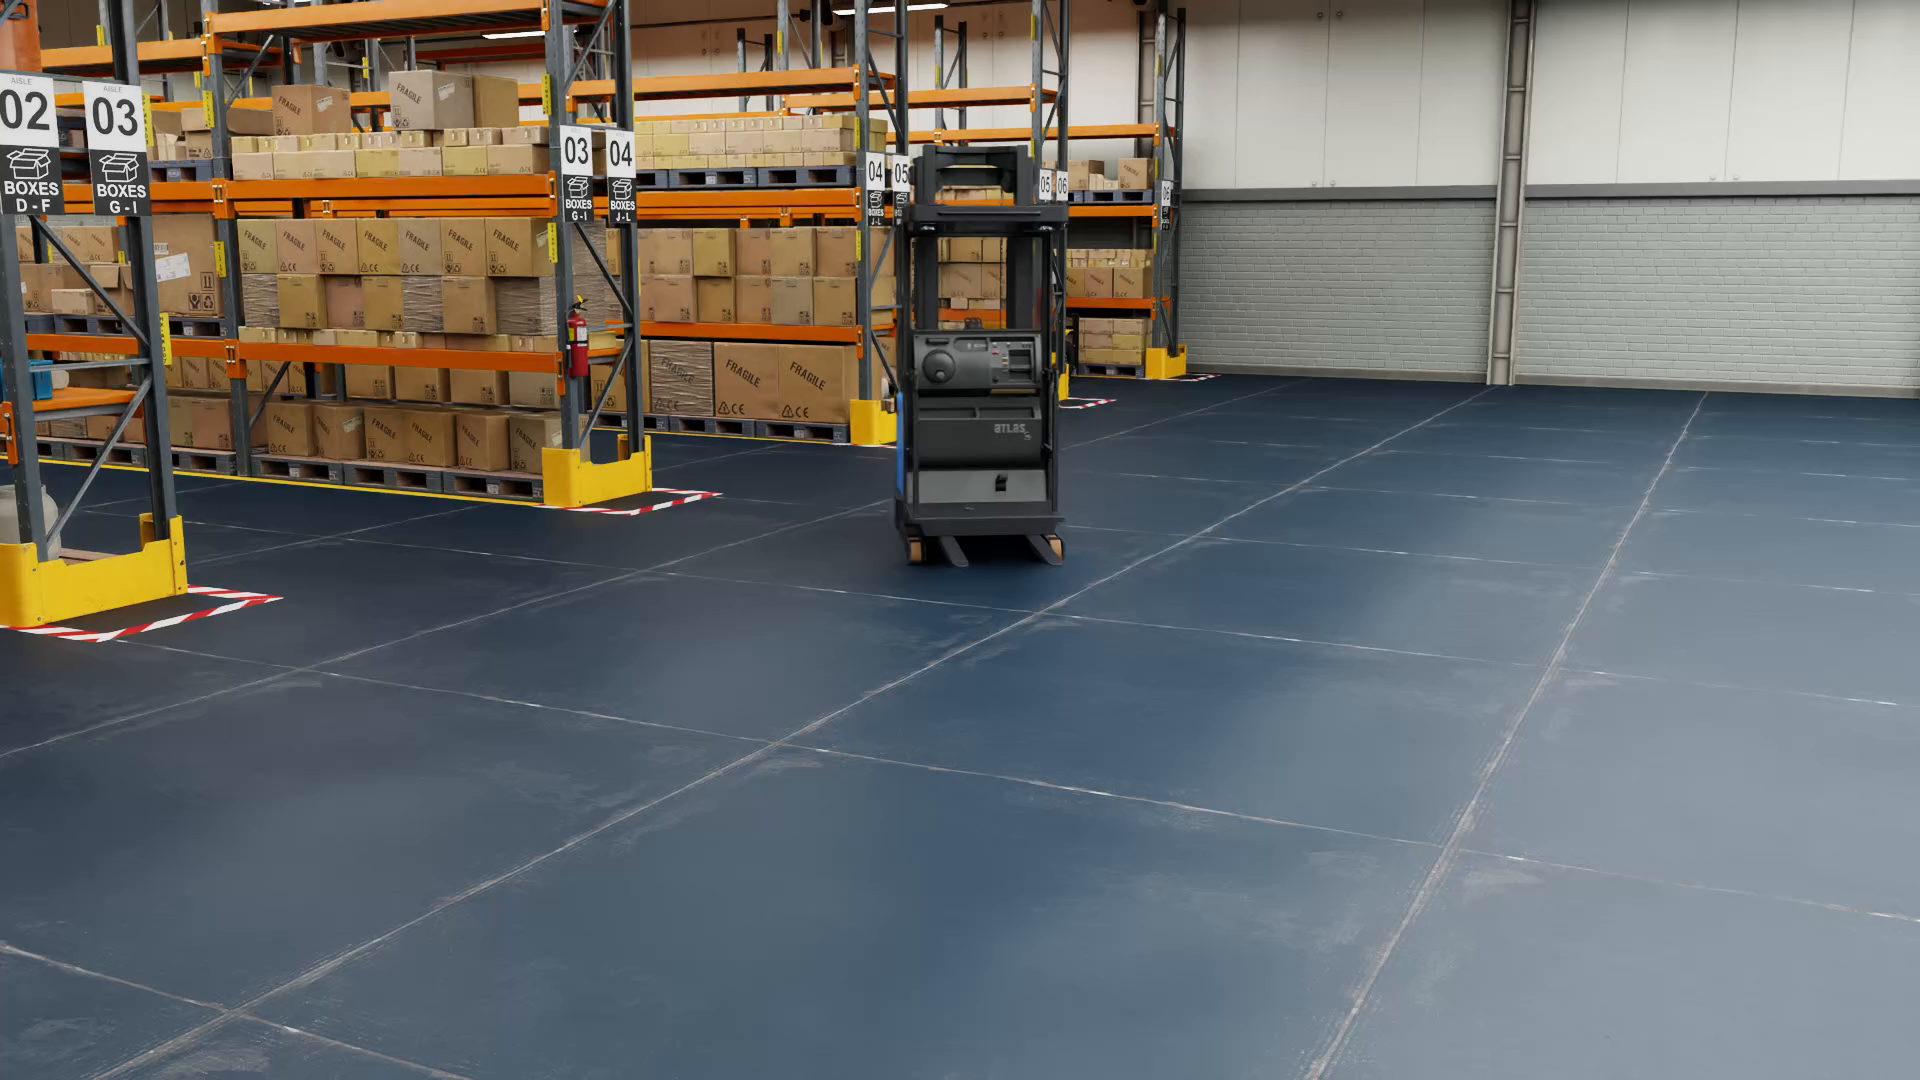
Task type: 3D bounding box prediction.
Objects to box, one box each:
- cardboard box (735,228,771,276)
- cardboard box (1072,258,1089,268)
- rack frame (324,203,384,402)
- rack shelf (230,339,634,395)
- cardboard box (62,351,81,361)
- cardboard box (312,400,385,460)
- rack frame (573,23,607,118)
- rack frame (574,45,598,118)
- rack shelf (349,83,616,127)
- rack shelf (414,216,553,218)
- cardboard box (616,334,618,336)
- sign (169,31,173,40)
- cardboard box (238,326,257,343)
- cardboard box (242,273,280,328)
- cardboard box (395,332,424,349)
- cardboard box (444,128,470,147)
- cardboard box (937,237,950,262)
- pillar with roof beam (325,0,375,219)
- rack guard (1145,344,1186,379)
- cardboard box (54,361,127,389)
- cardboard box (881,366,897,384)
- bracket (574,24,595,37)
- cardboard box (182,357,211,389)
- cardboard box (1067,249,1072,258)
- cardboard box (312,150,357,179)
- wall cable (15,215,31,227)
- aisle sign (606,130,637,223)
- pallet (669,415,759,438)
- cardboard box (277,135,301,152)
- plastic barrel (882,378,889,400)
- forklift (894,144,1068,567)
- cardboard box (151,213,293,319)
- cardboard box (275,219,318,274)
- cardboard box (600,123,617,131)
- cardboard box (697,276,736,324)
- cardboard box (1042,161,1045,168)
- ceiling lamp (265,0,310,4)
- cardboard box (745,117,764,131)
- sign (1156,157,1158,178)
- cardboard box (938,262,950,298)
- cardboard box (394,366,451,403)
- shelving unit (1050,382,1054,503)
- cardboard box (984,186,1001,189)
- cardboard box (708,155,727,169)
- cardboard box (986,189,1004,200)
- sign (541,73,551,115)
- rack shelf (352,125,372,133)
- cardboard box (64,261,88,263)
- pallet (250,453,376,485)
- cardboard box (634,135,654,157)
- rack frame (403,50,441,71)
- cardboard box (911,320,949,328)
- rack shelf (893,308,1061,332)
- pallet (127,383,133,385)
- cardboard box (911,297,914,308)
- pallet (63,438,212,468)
[{"bbox_3d":[-2.152,-3.370,19.473,0.550,0.550,0.875,5,11,26],"label":"cardboard box"},{"bbox_3d":[2.071,-4.658,27.941,0.250,0.149,0.380,5,11,24],"label":"cardboard box"},{"bbox_3d":[-8.035,-3.265,22.348,0.127,3.000,1.000,5,11,26],"label":"rack frame"},{"bbox_3d":[-4.939,-1.654,15.467,4.000,0.370,1.077,5,11,26],"label":"rack shelf"},{"bbox_3d":[-13.011,-2.735,24.575,0.250,0.149,0.380,4,11,23],"label":"cardboard box"},{"bbox_3d":[-5.875,-1.060,16.007,0.500,0.500,0.500,10,14,44],"label":"cardboard box"},{"bbox_3d":[-5.935,-7.016,26.226,0.127,3.000,1.000,5,11,26],"label":"rack frame"},{"bbox_3d":[-7.330,-8.124,32.349,0.127,3.000,1.000,5,11,26],"label":"rack frame"},{"bbox_3d":[-6.241,-5.509,21.043,4.000,0.370,1.077,5,11,26],"label":"rack shelf"},{"bbox_3d":[-9.123,-6.451,33.551,4.000,0.370,1.077,5,11,26],"label":"rack shelf"},{"bbox_3d":[-6.513,-4.034,32.437,0.500,0.500,0.500,5,11,25],"label":"cardboard box"},{"bbox_3d":[-11.382,-7.159,23.950,0.005,0.325,0.100,5,11,26],"label":"sign"},{"bbox_3d":[-6.673,-1.977,15.937,0.250,0.149,0.380,5,11,26],"label":"cardboard box"},{"bbox_3d":[-6.357,-2.316,15.988,0.500,0.500,0.875,5,11,26],"label":"cardboard box"},{"bbox_3d":[-4.885,-1.818,15.057,0.250,0.149,0.380,5,11,26],"label":"cardboard box"},{"bbox_3d":[-4.244,-3.480,14.416,0.250,0.149,0.380,5,11,26],"label":"cardboard box"},{"bbox_3d":[-0.269,-4.191,23.541,0.500,0.500,0.700,5,11,25],"label":"cardboard box"},{"bbox_3d":[-14.841,-8.108,32.261,0.548,9.000,9.100,5,11,26],"label":"pillar with roof beam"},{"bbox_3d":[3.453,-2.994,27.871,0.348,0.500,1.175,5,11,26],"label":"rack guard"},{"bbox_3d":[-9.226,-1.748,17.645,0.500,0.250,0.500,7,12,32],"label":"cardboard box"},{"bbox_3d":[-0.978,-2.431,24.280,0.500,0.250,0.500,5,11,25],"label":"cardboard box"},{"bbox_3d":[-7.340,-10.005,32.633,0.430,0.232,0.235,5,11,26],"label":"bracket"},{"bbox_3d":[-10.602,-2.415,23.490,0.500,0.500,0.500,6,12,28],"label":"cardboard box"},{"bbox_3d":[1.829,-4.820,28.003,0.250,0.149,0.380,5,12,27],"label":"cardboard box"},{"bbox_3d":[-5.525,-3.410,15.146,0.500,0.250,0.500,5,11,24],"label":"cardboard box"},{"bbox_3d":[-18.177,-5.650,32.585,0.123,1.953,0.585,5,11,26],"label":"wall cable"},{"bbox_3d":[-2.958,-3.173,14.538,0.004,0.787,0.394,5,11,26],"label":"aisle sign"},{"bbox_3d":[-2.702,-1.409,19.925,1.213,0.211,1.003,5,11,26],"label":"pallet"},{"bbox_3d":[-6.074,-3.654,15.378,0.250,0.149,0.380,5,11,26],"label":"cardboard box"},{"bbox_3d":[-1.283,-2.086,23.070,0.512,0.421,0.421,-4,11,-23],"label":"plastic barrel"},{"bbox_3d":[0.152,-1.330,11.848,1.130,2.935,3.031,-1,10,-6],"label":"forklift"},{"bbox_3d":[-7.384,-2.752,16.652,1.000,1.000,1.000,5,11,26],"label":"cardboard box"},{"bbox_3d":[-5.993,-2.738,15.513,0.500,0.500,0.500,5,11,26],"label":"cardboard box"},{"bbox_3d":[-4.042,-4.848,19.676,0.250,0.149,0.380,5,11,25],"label":"cardboard box"},{"bbox_3d":[-2.657,-2.870,19.742,0.500,0.550,0.875,5,11,26],"label":"cardboard box"},{"bbox_3d":[1.011,-5.239,23.296,0.250,0.149,0.380,5,11,25],"label":"cardboard box"},{"bbox_3d":[-9.740,-9.789,25.157,2.000,3.185,0.800,5,11,26],"label":"ceiling lamp"},{"bbox_3d":[-2.222,-4.688,18.793,0.250,0.149,0.380,5,11,26],"label":"cardboard box"},{"bbox_3d":[3.179,-6.013,26.847,0.005,0.325,0.100,5,11,26],"label":"sign"},{"bbox_3d":[-0.264,-3.708,23.678,0.500,0.500,0.500,5,11,26],"label":"cardboard box"},{"bbox_3d":[-6.743,-2.234,21.789,0.750,0.750,1.050,5,11,27],"label":"cardboard box"},{"bbox_3d":[0.489,-0.776,13.648,0.503,1.200,0.258,4,11,19],"label":"shelving unit"},{"bbox_3d":[0.661,-4.979,22.982,0.500,0.250,0.500,5,11,25],"label":"cardboard box"},{"bbox_3d":[-2.676,-4.335,19.084,0.250,0.149,0.380,5,11,27],"label":"cardboard box"},{"bbox_3d":[0.558,-4.783,23.020,0.250,0.149,0.380,5,11,26],"label":"cardboard box"},{"bbox_3d":[-3.409,-3.675,13.705,0.005,0.325,0.100,5,11,26],"label":"sign"},{"bbox_3d":[-11.316,-6.938,28.938,4.000,0.370,1.077,5,11,26],"label":"rack shelf"},{"bbox_3d":[-12.646,-3.810,24.243,0.500,0.500,0.500,5,11,24],"label":"cardboard box"},{"bbox_3d":[-6.115,-0.746,16.261,1.213,0.211,1.003,5,11,26],"label":"pallet"},{"bbox_3d":[-3.680,-4.632,19.602,0.500,0.250,0.500,5,11,25],"label":"cardboard box"},{"bbox_3d":[-10.917,-8.439,34.091,0.127,3.000,1.000,5,11,26],"label":"rack frame"},{"bbox_3d":[-0.628,-3.619,29.792,0.625,0.625,0.875,6,12,28],"label":"cardboard box"},{"bbox_3d":[-0.555,-3.237,24.212,4.000,0.370,1.077,5,11,26],"label":"rack shelf"},{"bbox_3d":[-12.240,-2.255,24.599,1.213,0.211,1.003,5,11,26],"label":"pallet"},{"bbox_3d":[-0.553,-3.428,23.956,0.250,0.149,0.380,5,11,26],"label":"cardboard box"},{"bbox_3d":[-8.530,-0.951,17.390,1.213,0.211,1.003,5,11,26],"label":"pallet"}]
